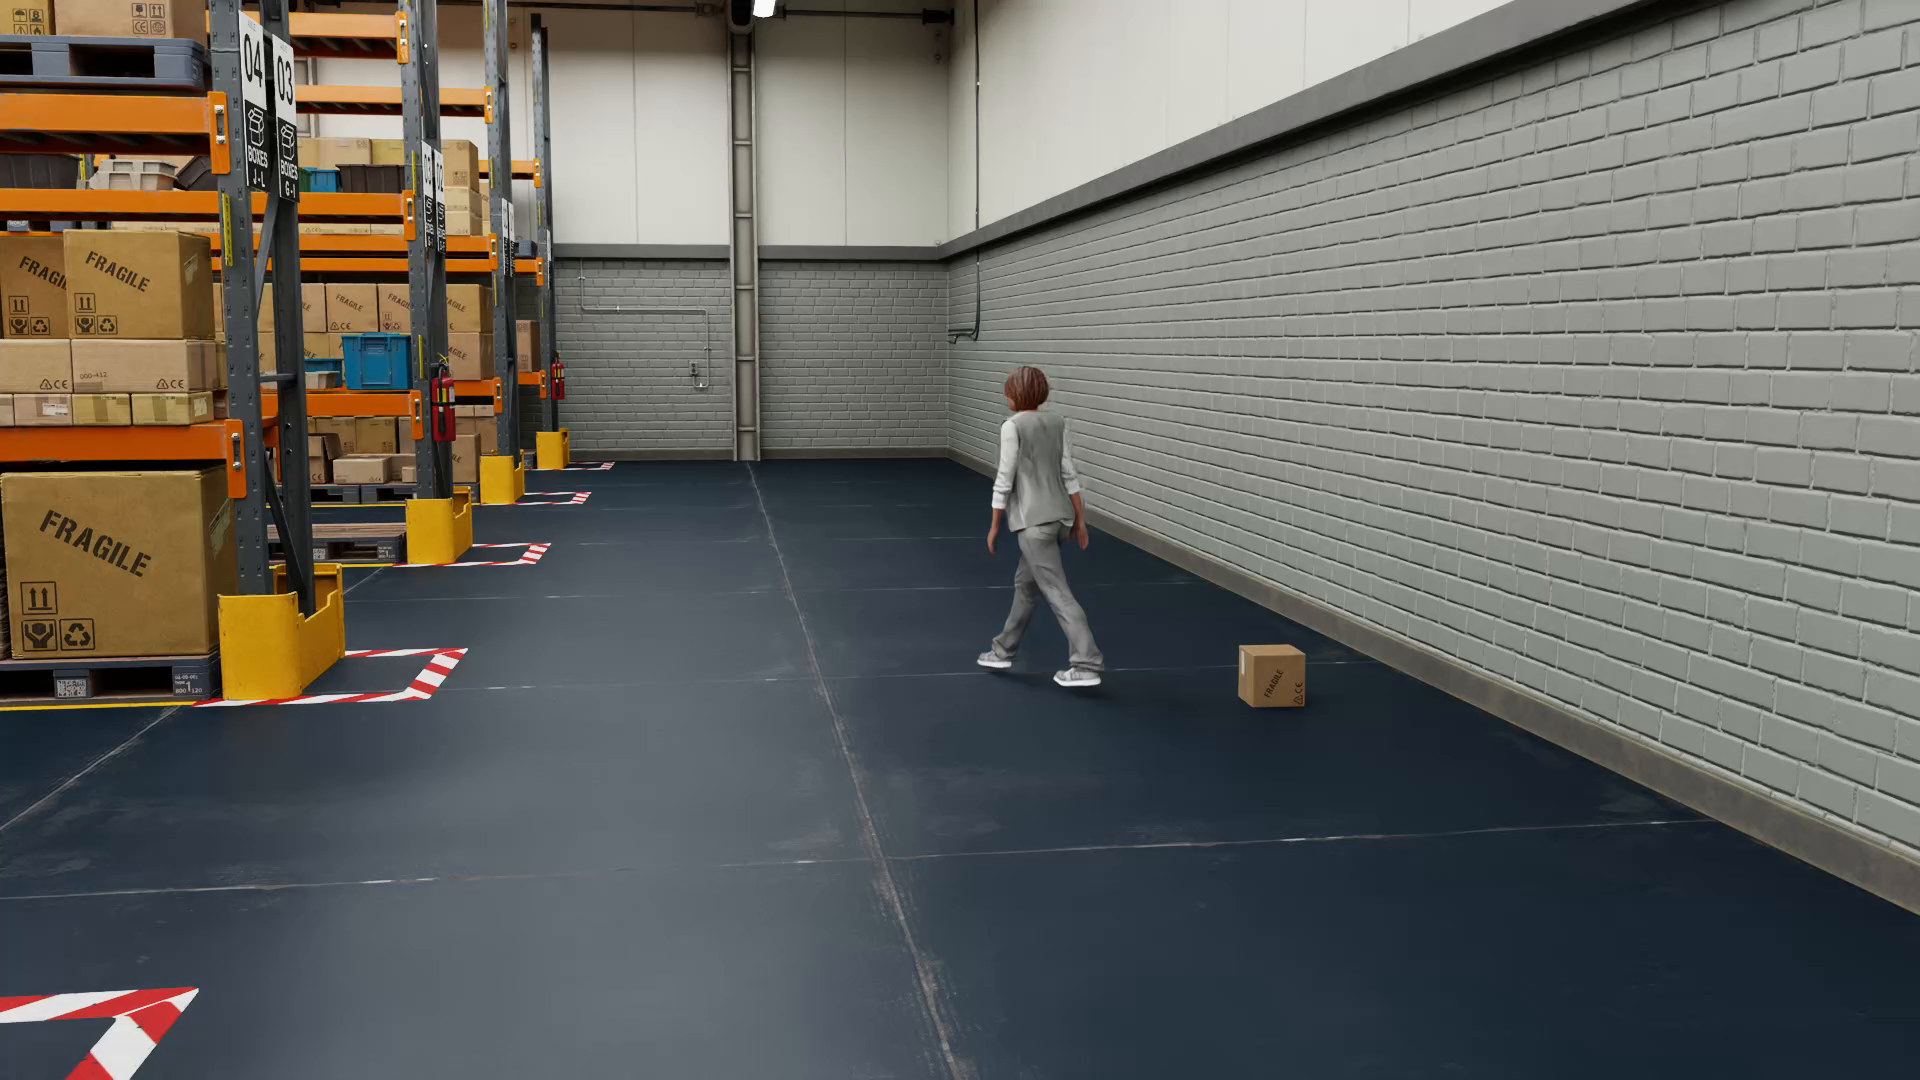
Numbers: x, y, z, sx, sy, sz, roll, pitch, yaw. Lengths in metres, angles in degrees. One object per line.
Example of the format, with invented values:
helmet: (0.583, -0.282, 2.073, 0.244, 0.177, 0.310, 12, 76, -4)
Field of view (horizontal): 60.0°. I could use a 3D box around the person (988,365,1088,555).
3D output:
person: (0.365, -0.380, 8.076, 0.362, 0.906, 0.444, 6, 9, 41)
